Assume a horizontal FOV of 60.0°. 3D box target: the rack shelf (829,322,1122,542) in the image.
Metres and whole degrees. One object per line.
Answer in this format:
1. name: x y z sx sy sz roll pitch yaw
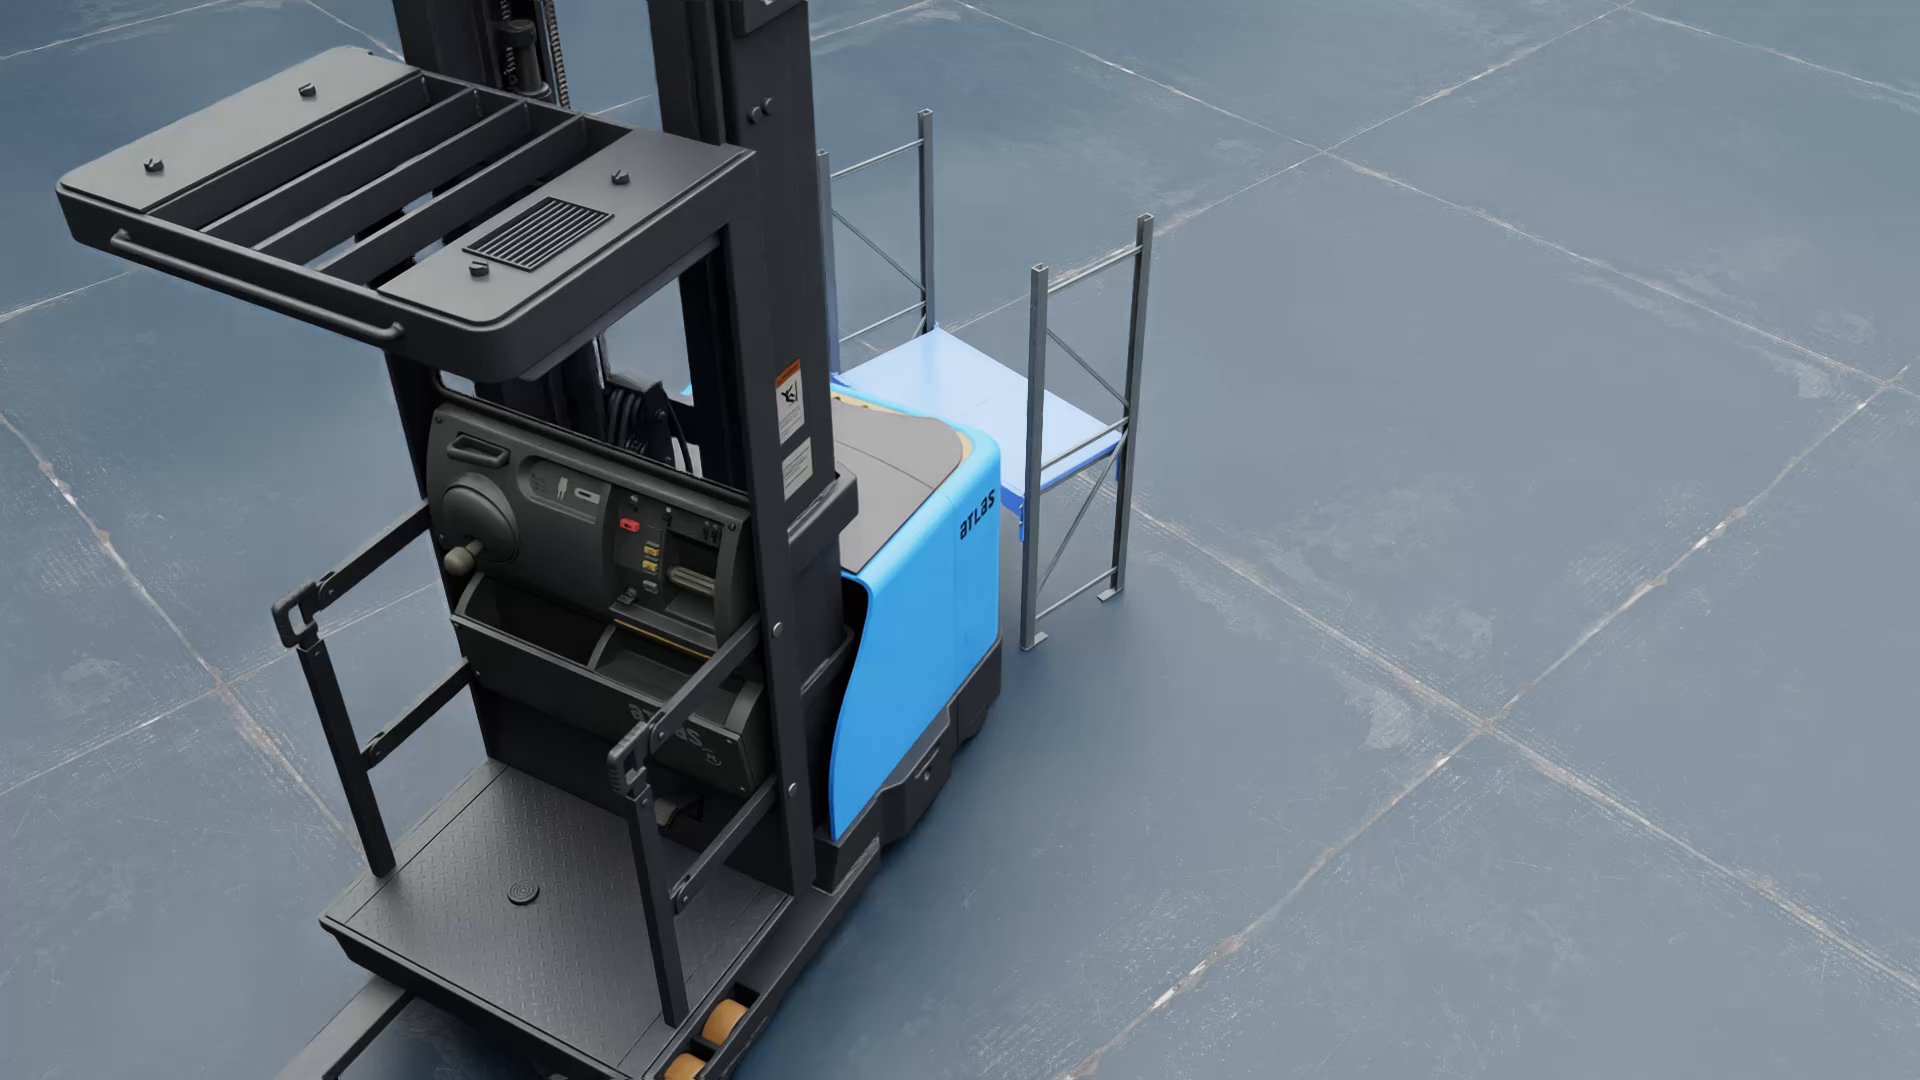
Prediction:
1. rack shelf: 0.058 -0.404 5.843 0.538 0.185 1.000 -30 48 -32

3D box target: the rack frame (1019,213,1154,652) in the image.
1. rack frame: 0.402 -0.309 5.439 0.500 1.500 0.032 -30 48 -32

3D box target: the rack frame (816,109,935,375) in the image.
1. rack frame: -0.286 -0.779 6.021 0.500 1.500 0.032 -30 48 -32

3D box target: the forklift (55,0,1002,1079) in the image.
1. forklift: -1.017 0.048 3.858 1.130 2.935 3.031 19 43 22

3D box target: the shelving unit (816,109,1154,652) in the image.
1. shelving unit: 0.058 -0.544 5.730 0.538 1.500 1.048 -30 48 -32
